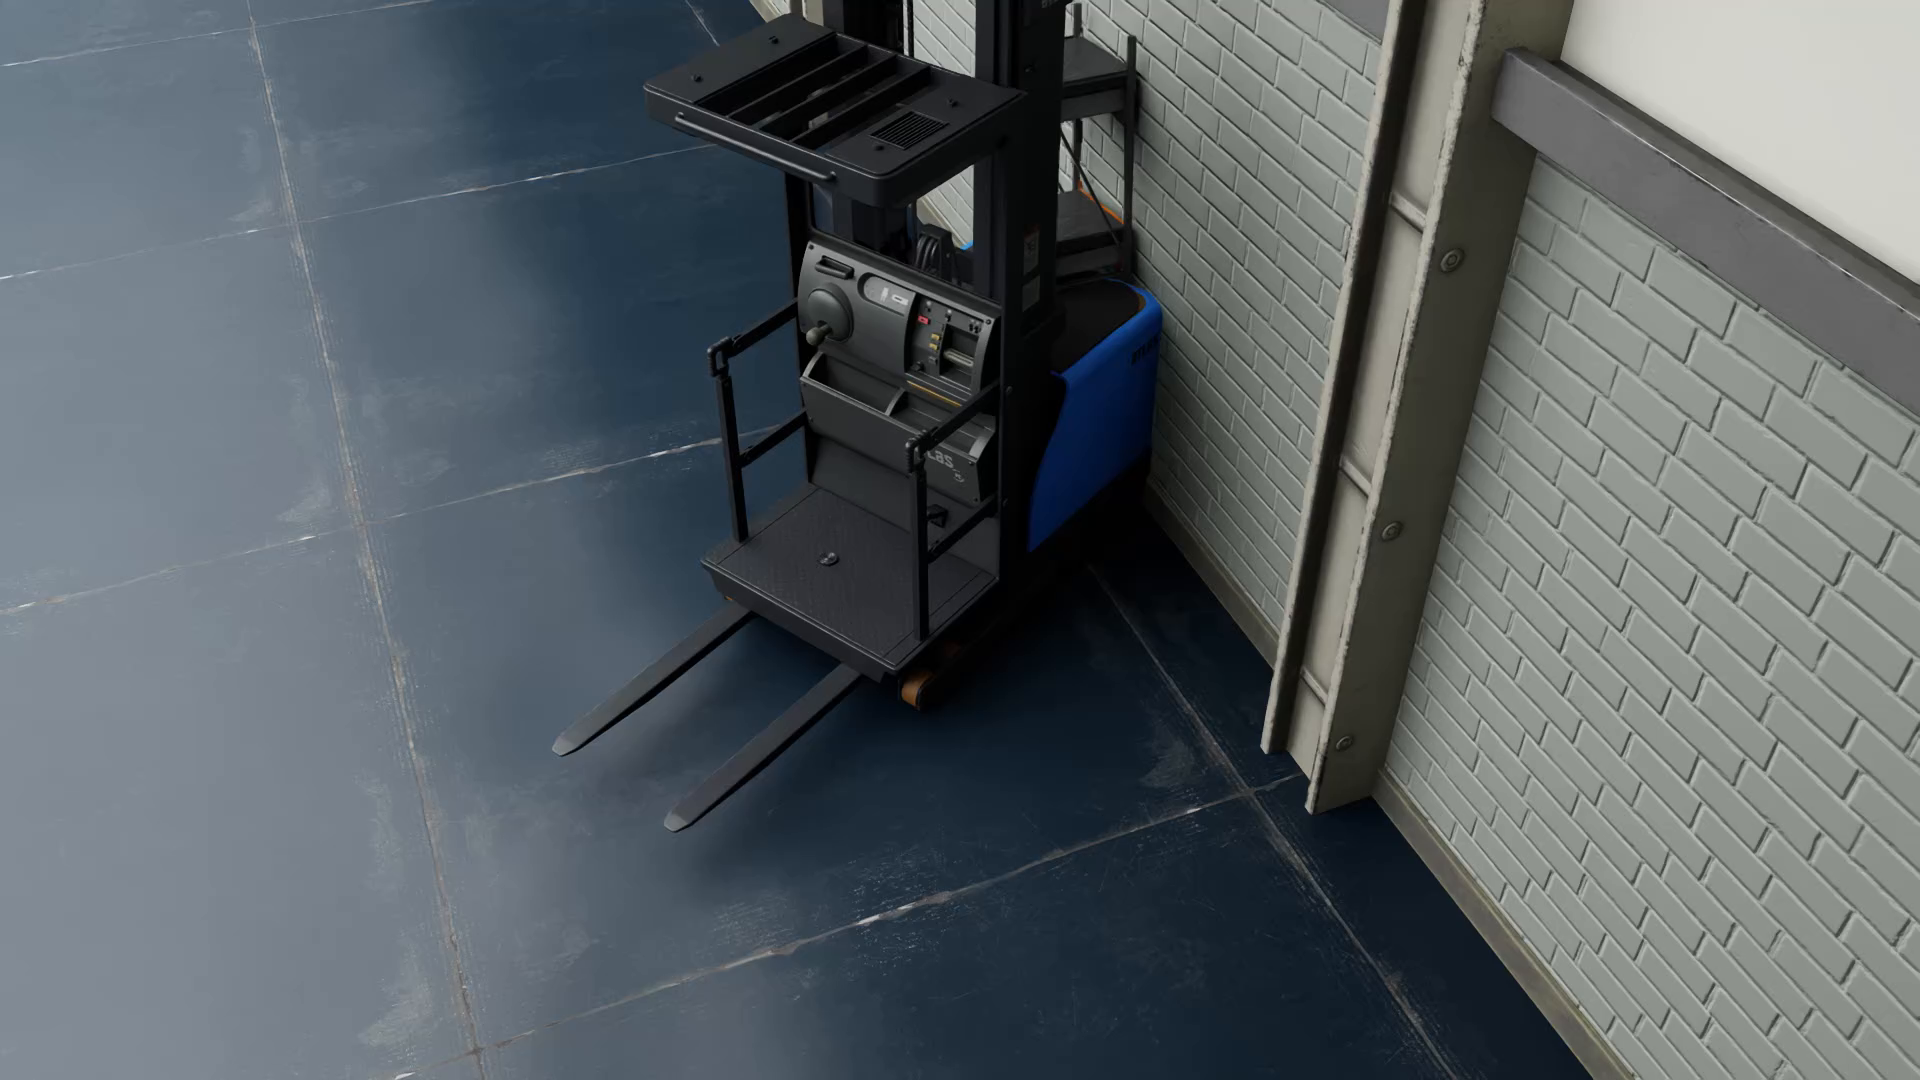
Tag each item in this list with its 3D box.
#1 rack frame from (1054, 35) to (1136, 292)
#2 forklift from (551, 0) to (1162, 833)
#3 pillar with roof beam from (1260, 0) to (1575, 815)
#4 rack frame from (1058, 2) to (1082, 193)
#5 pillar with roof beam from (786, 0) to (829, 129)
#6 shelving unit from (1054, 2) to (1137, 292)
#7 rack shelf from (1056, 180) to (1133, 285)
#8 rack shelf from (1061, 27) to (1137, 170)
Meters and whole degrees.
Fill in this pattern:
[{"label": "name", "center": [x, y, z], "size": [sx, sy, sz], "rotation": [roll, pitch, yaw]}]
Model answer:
[{"label": "rack frame", "center": [0.568, -1.136, 7.283], "size": [0.400, 2.100, 0.015], "rotation": [-16, 37, -18]}, {"label": "forklift", "center": [-0.385, -0.786, 6.335], "size": [1.130, 2.935, 3.031], "rotation": [27, 47, 28]}, {"label": "pillar with roof beam", "center": [-2.552, -1.430, 2.430], "size": [9.100, 9.000, 0.400], "rotation": [-15, 43, -17]}, {"label": "rack frame", "center": [0.373, -1.388, 7.653], "size": [0.400, 2.100, 0.015], "rotation": [-16, 37, -18]}, {"label": "pillar with roof beam", "center": [-4.847, -5.045, 6.633], "size": [9.100, 9.000, 0.400], "rotation": [-15, 43, -17]}, {"label": "shelving unit", "center": [0.470, -1.262, 7.468], "size": [0.431, 2.100, 0.503], "rotation": [-16, 37, -18]}, {"label": "rack shelf", "center": [0.471, -1.251, 7.476], "size": [0.431, 0.518, 0.480], "rotation": [-16, 37, -18]}, {"label": "rack shelf", "center": [0.445, -1.822, 7.072], "size": [0.431, 0.518, 0.480], "rotation": [-16, 37, -18]}]
